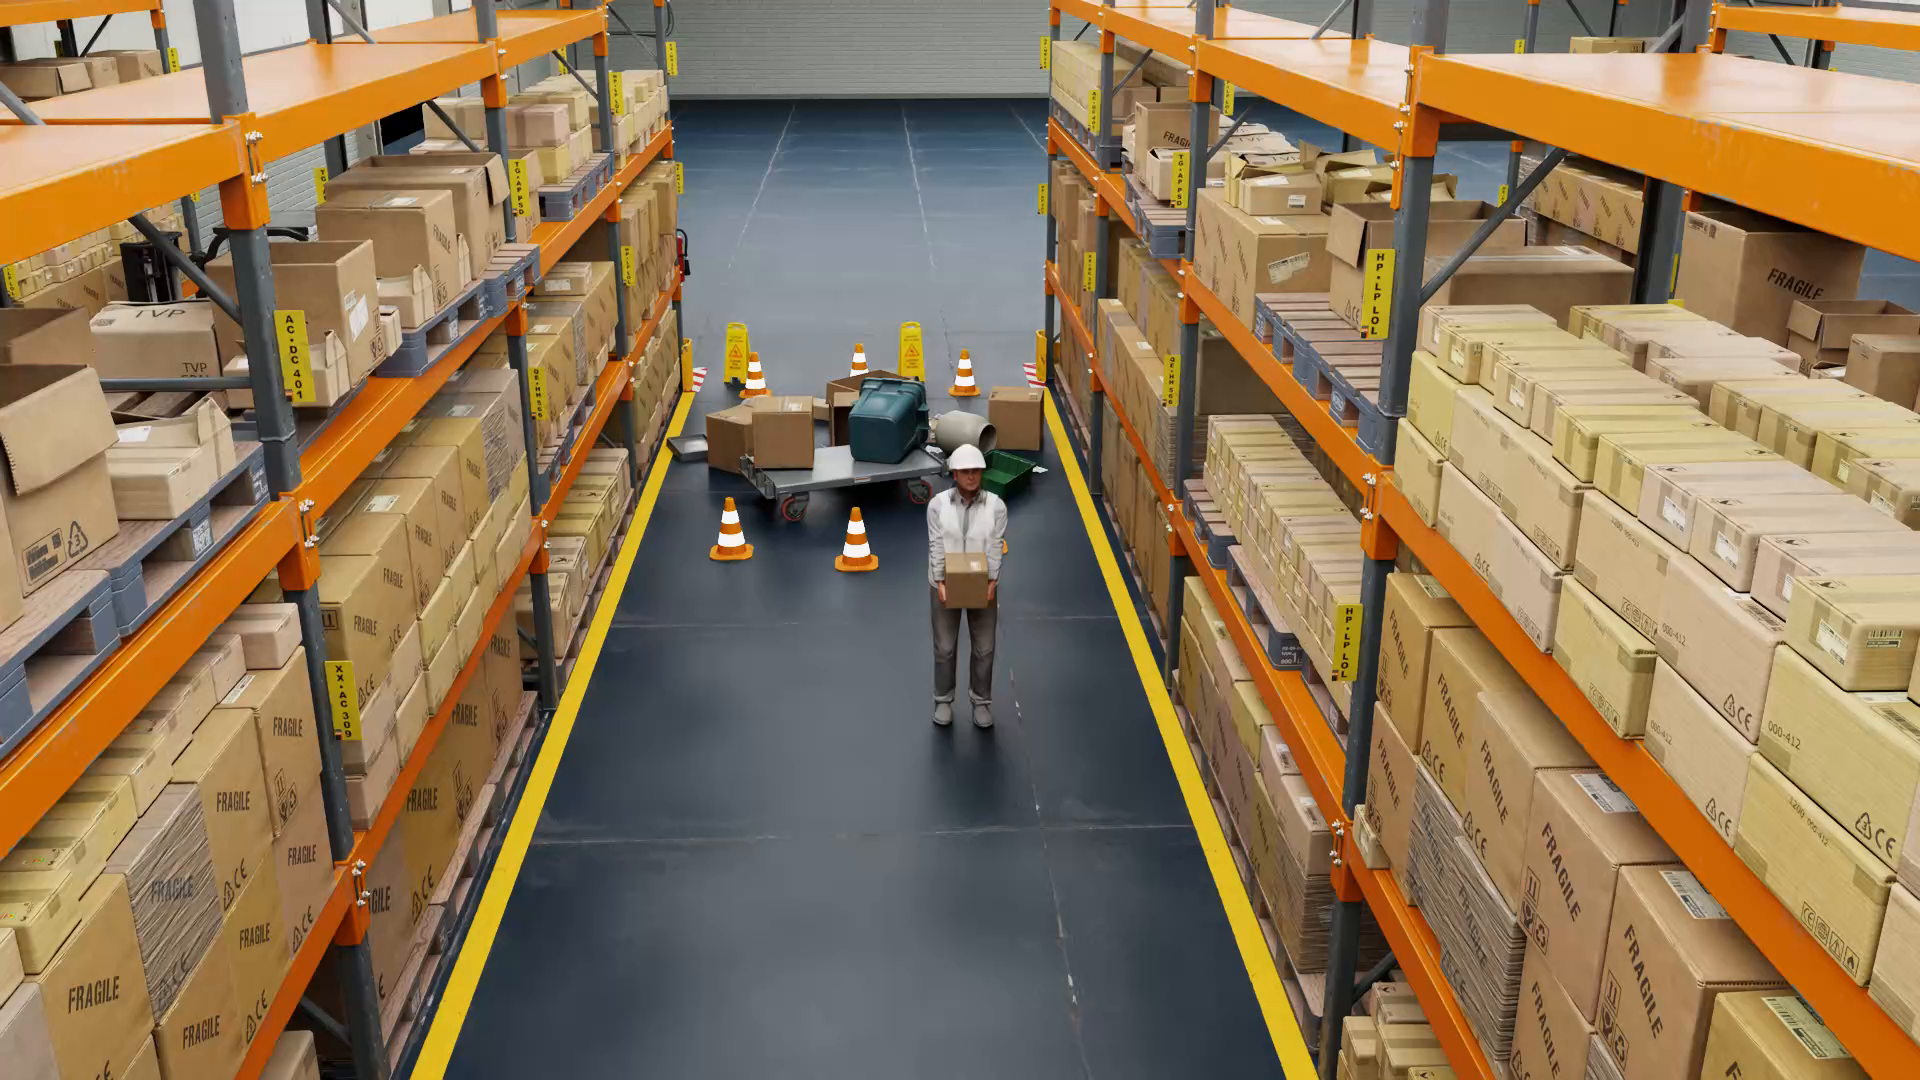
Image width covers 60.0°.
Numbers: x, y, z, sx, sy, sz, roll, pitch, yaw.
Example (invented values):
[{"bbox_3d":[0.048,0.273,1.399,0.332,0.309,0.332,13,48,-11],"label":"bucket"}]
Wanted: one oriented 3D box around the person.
[{"bbox_3d":[0.048,0.310,10.211,0.494,1.762,0.562,-1,20,-2],"label":"person"}]
